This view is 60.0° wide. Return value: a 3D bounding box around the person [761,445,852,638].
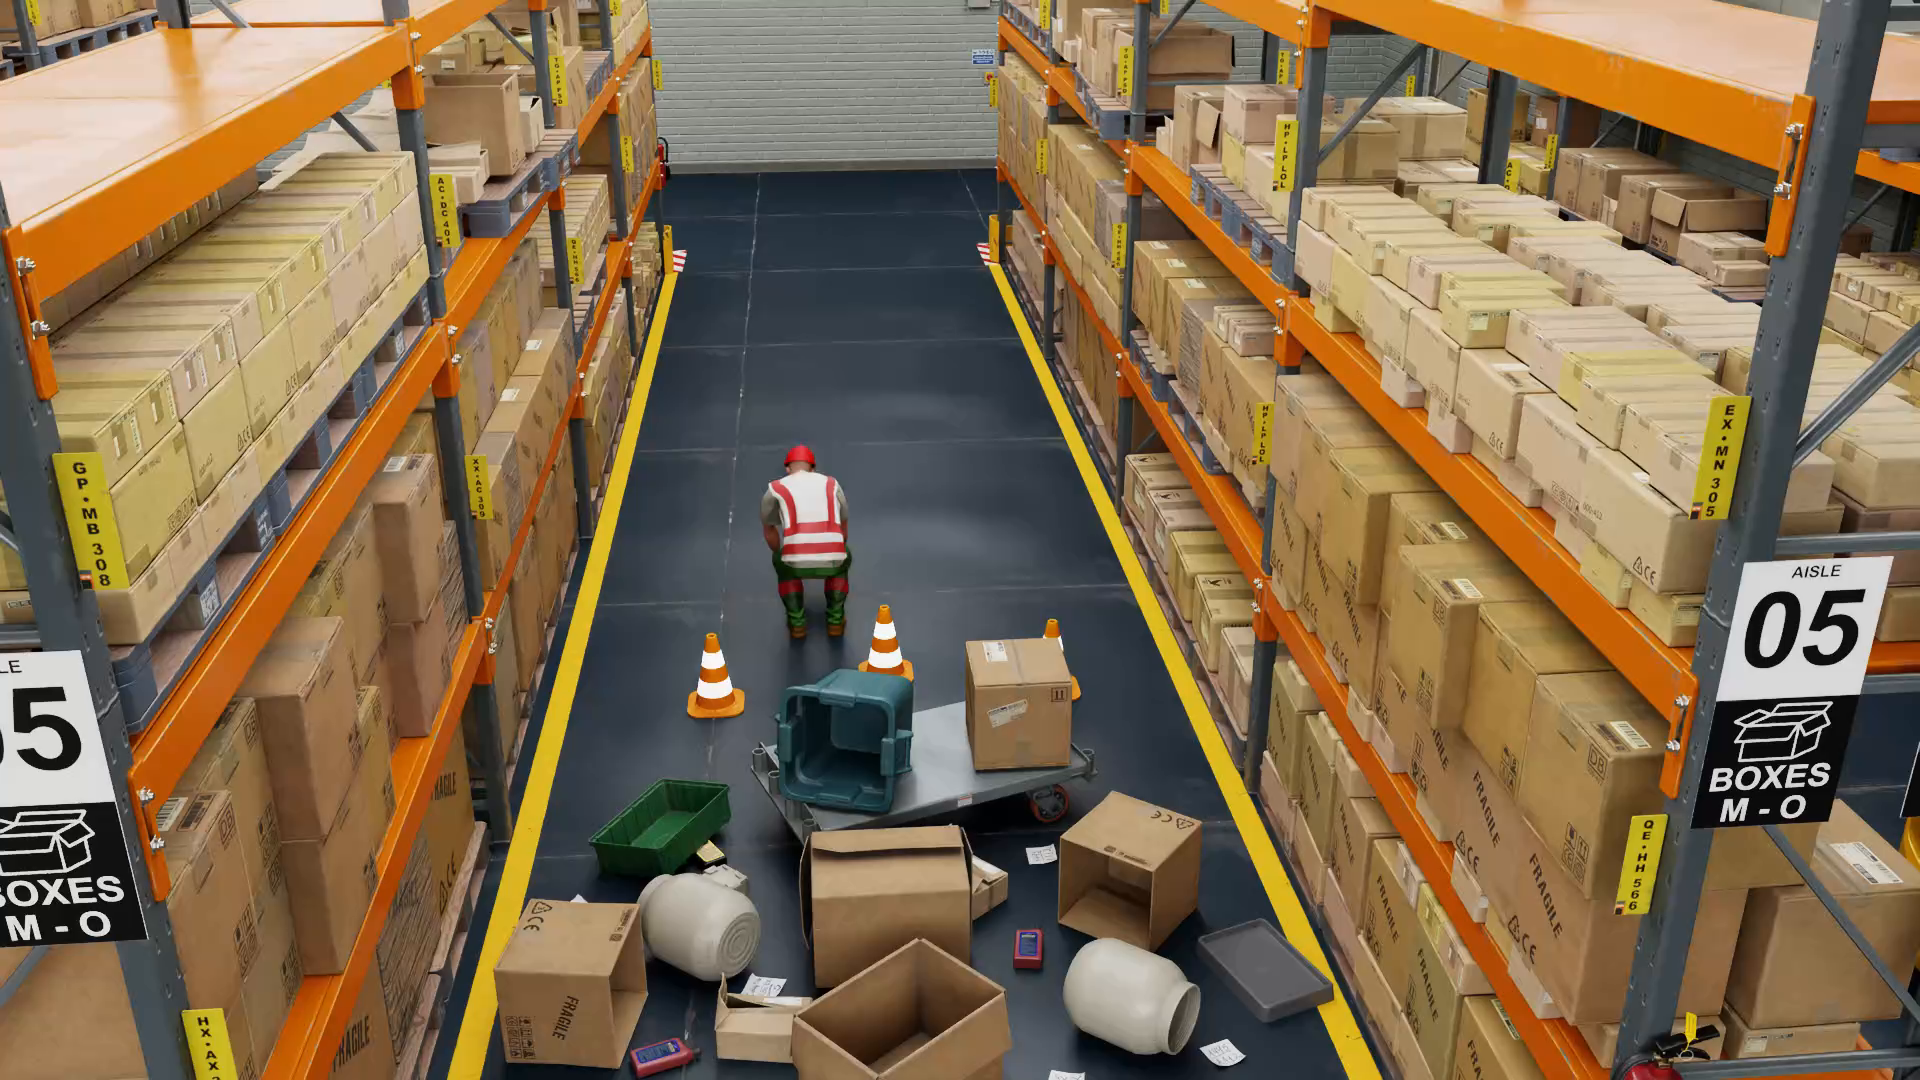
[{"bbox_3d":[-0.999,0.027,10.829,0.583,1.136,0.854,-2,24,-5],"label":"person"}]
